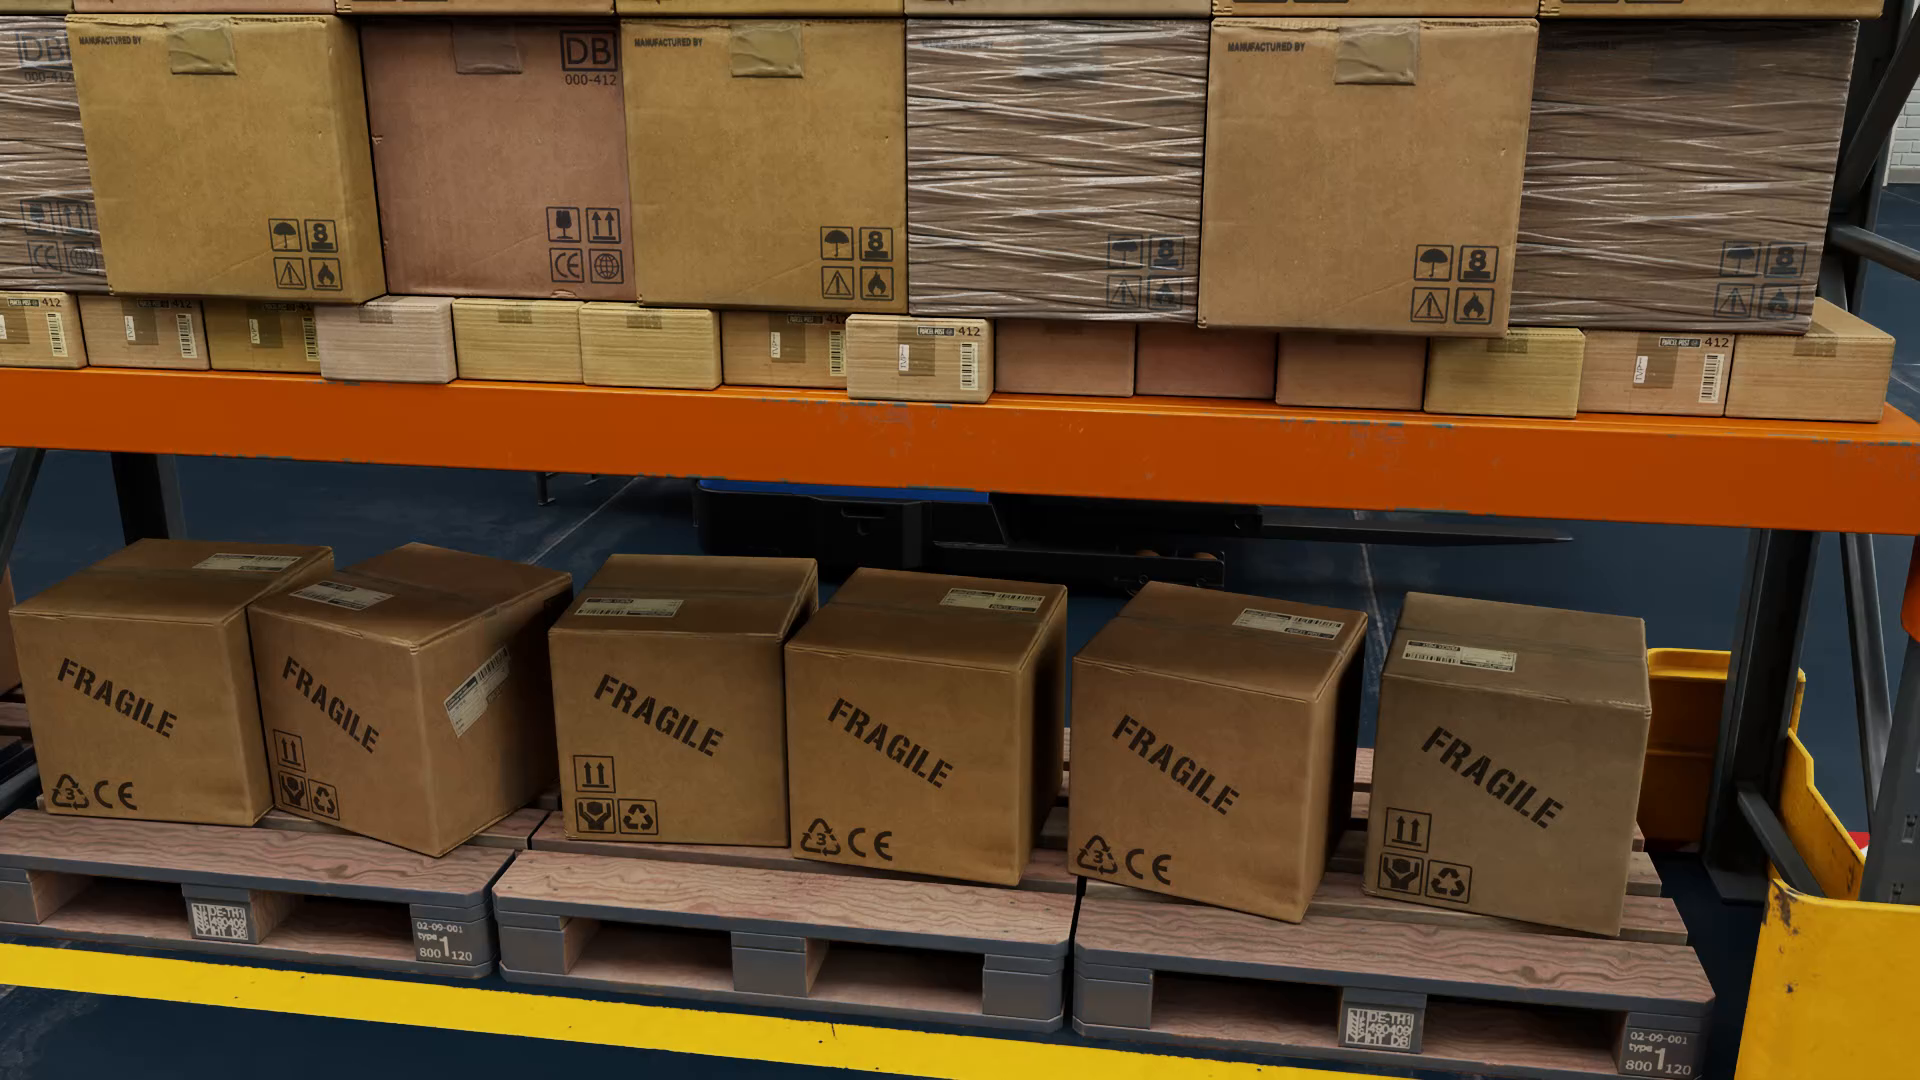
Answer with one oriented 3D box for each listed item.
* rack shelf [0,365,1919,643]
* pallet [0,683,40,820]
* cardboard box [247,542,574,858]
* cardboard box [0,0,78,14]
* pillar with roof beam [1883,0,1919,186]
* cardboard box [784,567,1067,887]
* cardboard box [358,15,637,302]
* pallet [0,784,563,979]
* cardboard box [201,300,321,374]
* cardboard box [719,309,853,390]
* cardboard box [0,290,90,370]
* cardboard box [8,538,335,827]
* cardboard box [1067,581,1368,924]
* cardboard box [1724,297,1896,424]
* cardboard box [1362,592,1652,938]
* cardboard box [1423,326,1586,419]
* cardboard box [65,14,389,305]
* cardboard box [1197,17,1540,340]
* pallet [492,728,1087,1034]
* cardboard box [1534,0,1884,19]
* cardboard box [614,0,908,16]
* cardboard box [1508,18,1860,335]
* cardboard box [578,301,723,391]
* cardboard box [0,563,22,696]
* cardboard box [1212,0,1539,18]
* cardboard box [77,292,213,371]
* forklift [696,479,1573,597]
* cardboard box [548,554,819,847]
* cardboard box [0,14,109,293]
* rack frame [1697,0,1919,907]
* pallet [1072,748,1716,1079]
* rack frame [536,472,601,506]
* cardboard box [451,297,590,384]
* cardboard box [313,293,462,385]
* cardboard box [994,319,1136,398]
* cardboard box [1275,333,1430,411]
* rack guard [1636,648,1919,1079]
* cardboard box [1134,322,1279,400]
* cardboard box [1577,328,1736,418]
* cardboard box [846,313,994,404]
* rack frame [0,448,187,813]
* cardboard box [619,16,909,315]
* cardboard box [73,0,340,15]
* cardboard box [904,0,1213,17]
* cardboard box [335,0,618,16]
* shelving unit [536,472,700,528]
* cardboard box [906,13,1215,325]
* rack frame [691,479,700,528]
[{"bbox_3d":[-0.210,-0.258,3.481,4.000,0.370,1.077,3,19,9],"label":"rack shelf"},{"bbox_3d":[-2.954,0.584,4.225,1.213,0.211,1.003,3,19,9],"label":"pallet"},{"bbox_3d":[-1.230,0.346,3.821,0.500,0.500,0.500,9,21,26],"label":"cardboard box"},{"bbox_3d":[-1.781,-1.260,3.140,0.500,0.500,0.500,3,19,9],"label":"cardboard box"},{"bbox_3d":[8.816,-6.670,12.056,0.400,9.000,9.100,3,19,9],"label":"pillar with roof beam"},{"bbox_3d":[-0.060,0.394,3.675,0.500,0.500,0.500,5,19,14],"label":"cardboard box"},{"bbox_3d":[-0.753,-0.816,3.389,0.500,0.500,0.875,3,19,9],"label":"cardboard box"},{"bbox_3d":[-1.516,0.645,4.042,1.213,0.211,1.003,3,19,9],"label":"pallet"},{"bbox_3d":[-1.276,-0.445,3.303,0.250,0.149,0.380,3,19,9],"label":"cardboard box"},{"bbox_3d":[-0.283,-0.406,3.185,0.250,0.149,0.380,3,19,9],"label":"cardboard box"},{"bbox_3d":[-1.776,-0.459,3.343,0.250,0.149,0.380,3,19,9],"label":"cardboard box"},{"bbox_3d":[-1.797,0.319,3.900,0.500,0.500,0.500,2,19,7],"label":"cardboard box"},{"bbox_3d":[0.555,0.432,3.563,0.500,0.500,0.500,8,20,23],"label":"cardboard box"},{"bbox_3d":[1.450,-0.329,2.955,0.250,0.149,0.380,3,19,9],"label":"cardboard box"},{"bbox_3d":[1.150,0.451,3.505,0.500,0.500,0.500,7,20,19],"label":"cardboard box"},{"bbox_3d":[0.948,-0.338,2.983,0.250,0.149,0.380,3,19,9],"label":"cardboard box"},{"bbox_3d":[-1.263,-0.810,3.370,0.500,0.500,0.875,3,19,9],"label":"cardboard box"},{"bbox_3d":[0.713,-0.711,3.074,0.500,0.500,0.875,3,19,9],"label":"cardboard box"},{"bbox_3d":[-0.308,0.706,3.860,1.213,0.211,1.003,3,19,9],"label":"pallet"},{"bbox_3d":[1.182,-1.111,2.695,0.500,0.500,0.500,3,19,9],"label":"cardboard box"},{"bbox_3d":[-0.298,-1.188,2.925,0.500,0.500,0.500,3,19,9],"label":"cardboard box"},{"bbox_3d":[1.226,-0.723,3.111,0.500,0.500,0.875,3,19,9],"label":"cardboard box"},{"bbox_3d":[-0.537,-0.404,3.180,0.250,0.149,0.380,3,19,9],"label":"cardboard box"},{"bbox_3d":[-2.788,0.239,4.107,0.500,0.500,0.700,1,19,4],"label":"cardboard box"},{"bbox_3d":[0.687,-1.135,2.765,0.500,0.500,0.500,3,19,9],"label":"cardboard box"},{"bbox_3d":[-1.525,-0.455,3.332,0.250,0.149,0.380,3,19,9],"label":"cardboard box"},{"bbox_3d":[0.622,-1.359,5.746,3.031,2.935,1.130,3,19,8],"label":"forklift"},{"bbox_3d":[-0.604,0.352,3.801,0.500,0.500,0.500,1,19,4],"label":"cardboard box"},{"bbox_3d":[-1.751,-0.846,3.479,0.500,0.500,0.875,3,19,9],"label":"cardboard box"},{"bbox_3d":[1.764,-0.498,3.066,0.127,3.000,1.000,3,19,9],"label":"rack frame"},{"bbox_3d":[0.893,0.768,3.675,1.213,0.211,1.003,3,19,9],"label":"pallet"},{"bbox_3d":[-1.615,-0.907,6.651,0.023,1.500,0.400,8,20,22],"label":"rack frame"},{"bbox_3d":[-0.783,-0.420,3.228,0.250,0.149,0.380,3,19,9],"label":"cardboard box"},{"bbox_3d":[-1.036,-0.420,3.227,0.250,0.149,0.380,3,19,9],"label":"cardboard box"},{"bbox_3d":[0.213,-0.387,3.128,0.250,0.149,0.380,3,19,9],"label":"cardboard box"},{"bbox_3d":[0.704,-0.356,3.035,0.250,0.149,0.380,3,19,9],"label":"cardboard box"},{"bbox_3d":[1.689,0.683,3.474,0.348,0.500,1.175,3,19,9],"label":"rack guard"},{"bbox_3d":[0.464,-0.381,3.111,0.250,0.149,0.380,3,19,9],"label":"cardboard box"},{"bbox_3d":[1.203,-0.342,2.993,0.250,0.149,0.380,3,19,9],"label":"cardboard box"},{"bbox_3d":[-0.048,-0.372,3.082,0.250,0.149,0.380,3,19,9],"label":"cardboard box"},{"bbox_3d":[-2.185,-0.700,3.667,0.127,3.000,1.000,3,19,9],"label":"rack frame"},{"bbox_3d":[-0.266,-0.778,3.276,0.500,0.500,0.875,3,19,9],"label":"cardboard box"},{"bbox_3d":[-1.287,-1.235,3.066,0.500,0.500,0.500,3,19,9],"label":"cardboard box"},{"bbox_3d":[0.194,-1.161,2.843,0.500,0.500,0.500,3,19,9],"label":"cardboard box"},{"bbox_3d":[-0.794,-1.210,2.990,0.500,0.500,0.500,3,19,9],"label":"cardboard box"},{"bbox_3d":[-1.279,-0.861,6.514,0.755,1.500,0.431,8,20,22],"label":"shelving unit"},{"bbox_3d":[0.226,-0.750,3.189,0.500,0.500,0.875,3,19,9],"label":"cardboard box"},{"bbox_3d":[-0.943,-0.815,6.376,0.023,1.500,0.400,8,20,22],"label":"rack frame"}]
